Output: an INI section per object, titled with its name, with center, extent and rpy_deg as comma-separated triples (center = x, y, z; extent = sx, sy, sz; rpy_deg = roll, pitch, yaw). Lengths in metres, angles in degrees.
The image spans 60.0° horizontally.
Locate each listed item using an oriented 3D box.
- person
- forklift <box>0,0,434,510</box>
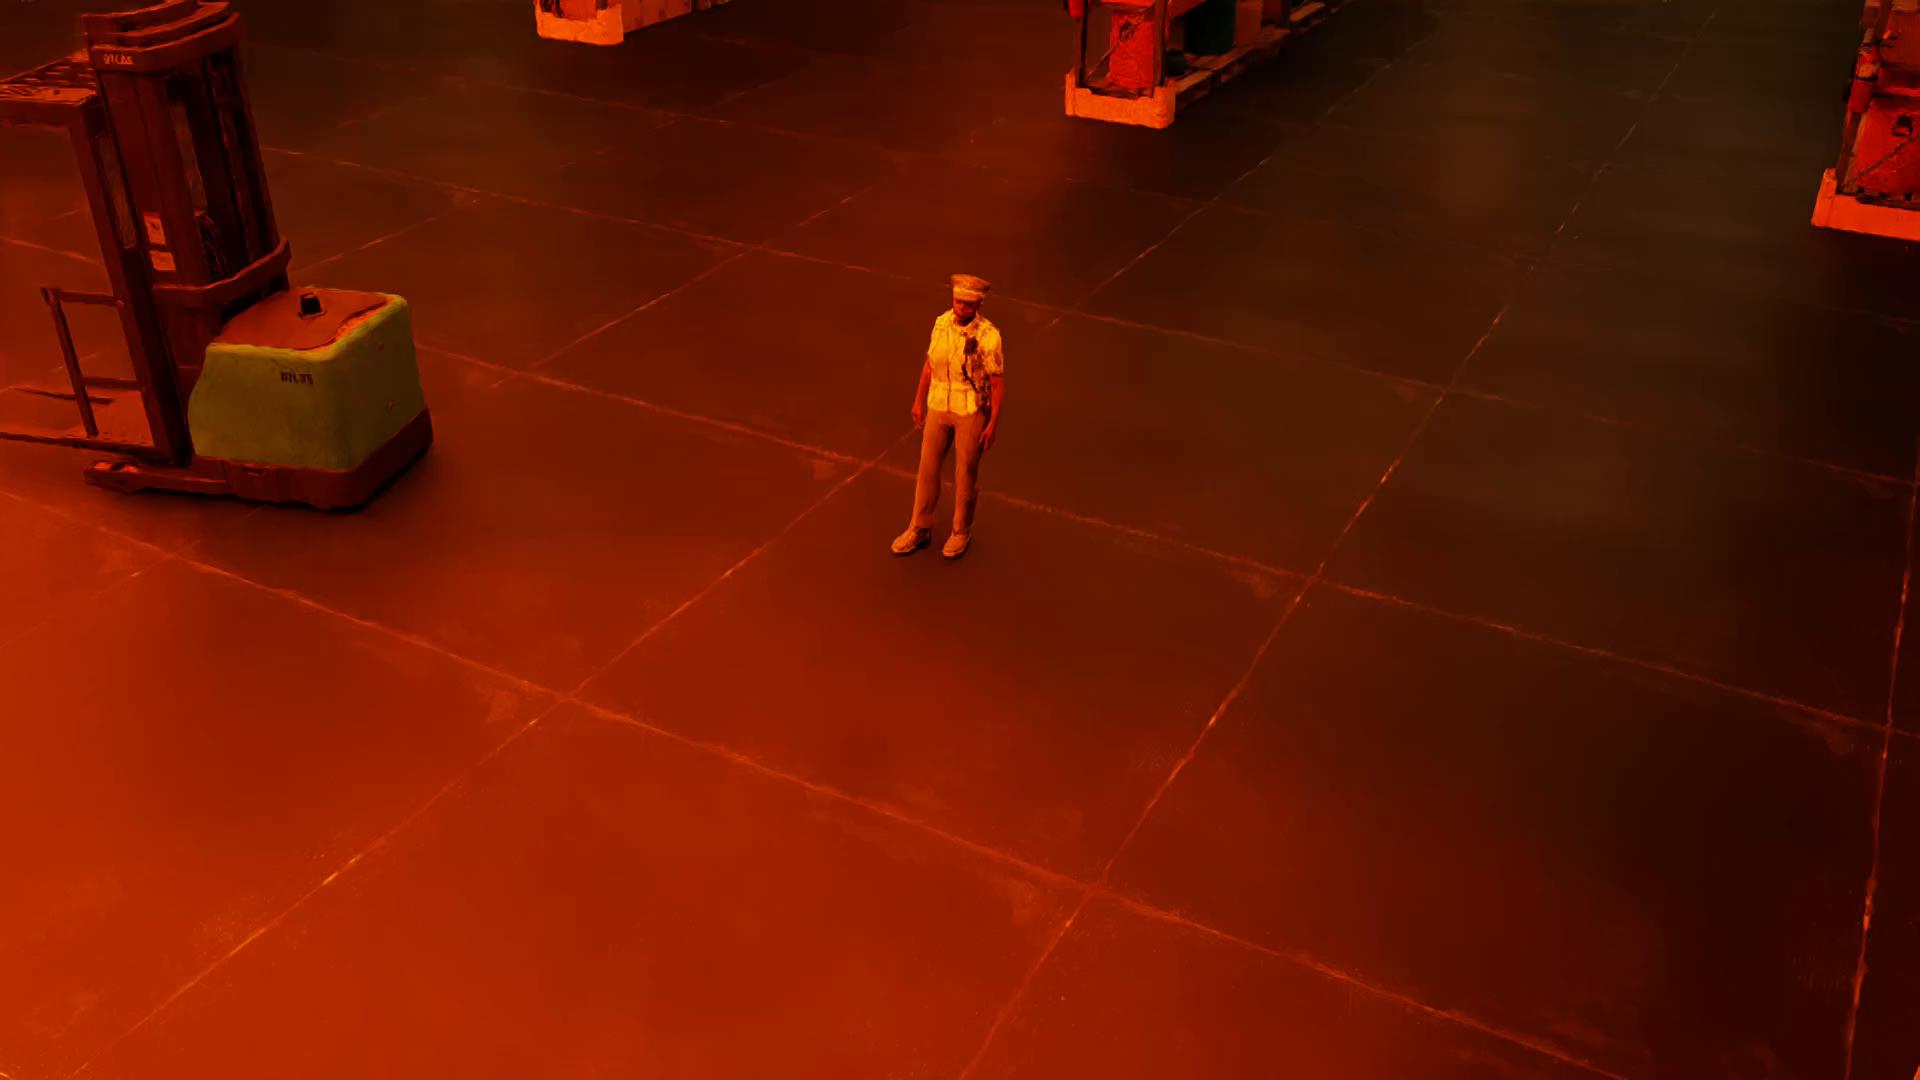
[person]
center = -0.053, -0.712, 9.527
extent = 0.570, 1.693, 0.529
rpy_deg = 15, 33, 25
[forklift]
center = -5.062, -1.823, 10.230
extent = 3.031, 2.935, 1.130
rpy_deg = 6, 31, 11
